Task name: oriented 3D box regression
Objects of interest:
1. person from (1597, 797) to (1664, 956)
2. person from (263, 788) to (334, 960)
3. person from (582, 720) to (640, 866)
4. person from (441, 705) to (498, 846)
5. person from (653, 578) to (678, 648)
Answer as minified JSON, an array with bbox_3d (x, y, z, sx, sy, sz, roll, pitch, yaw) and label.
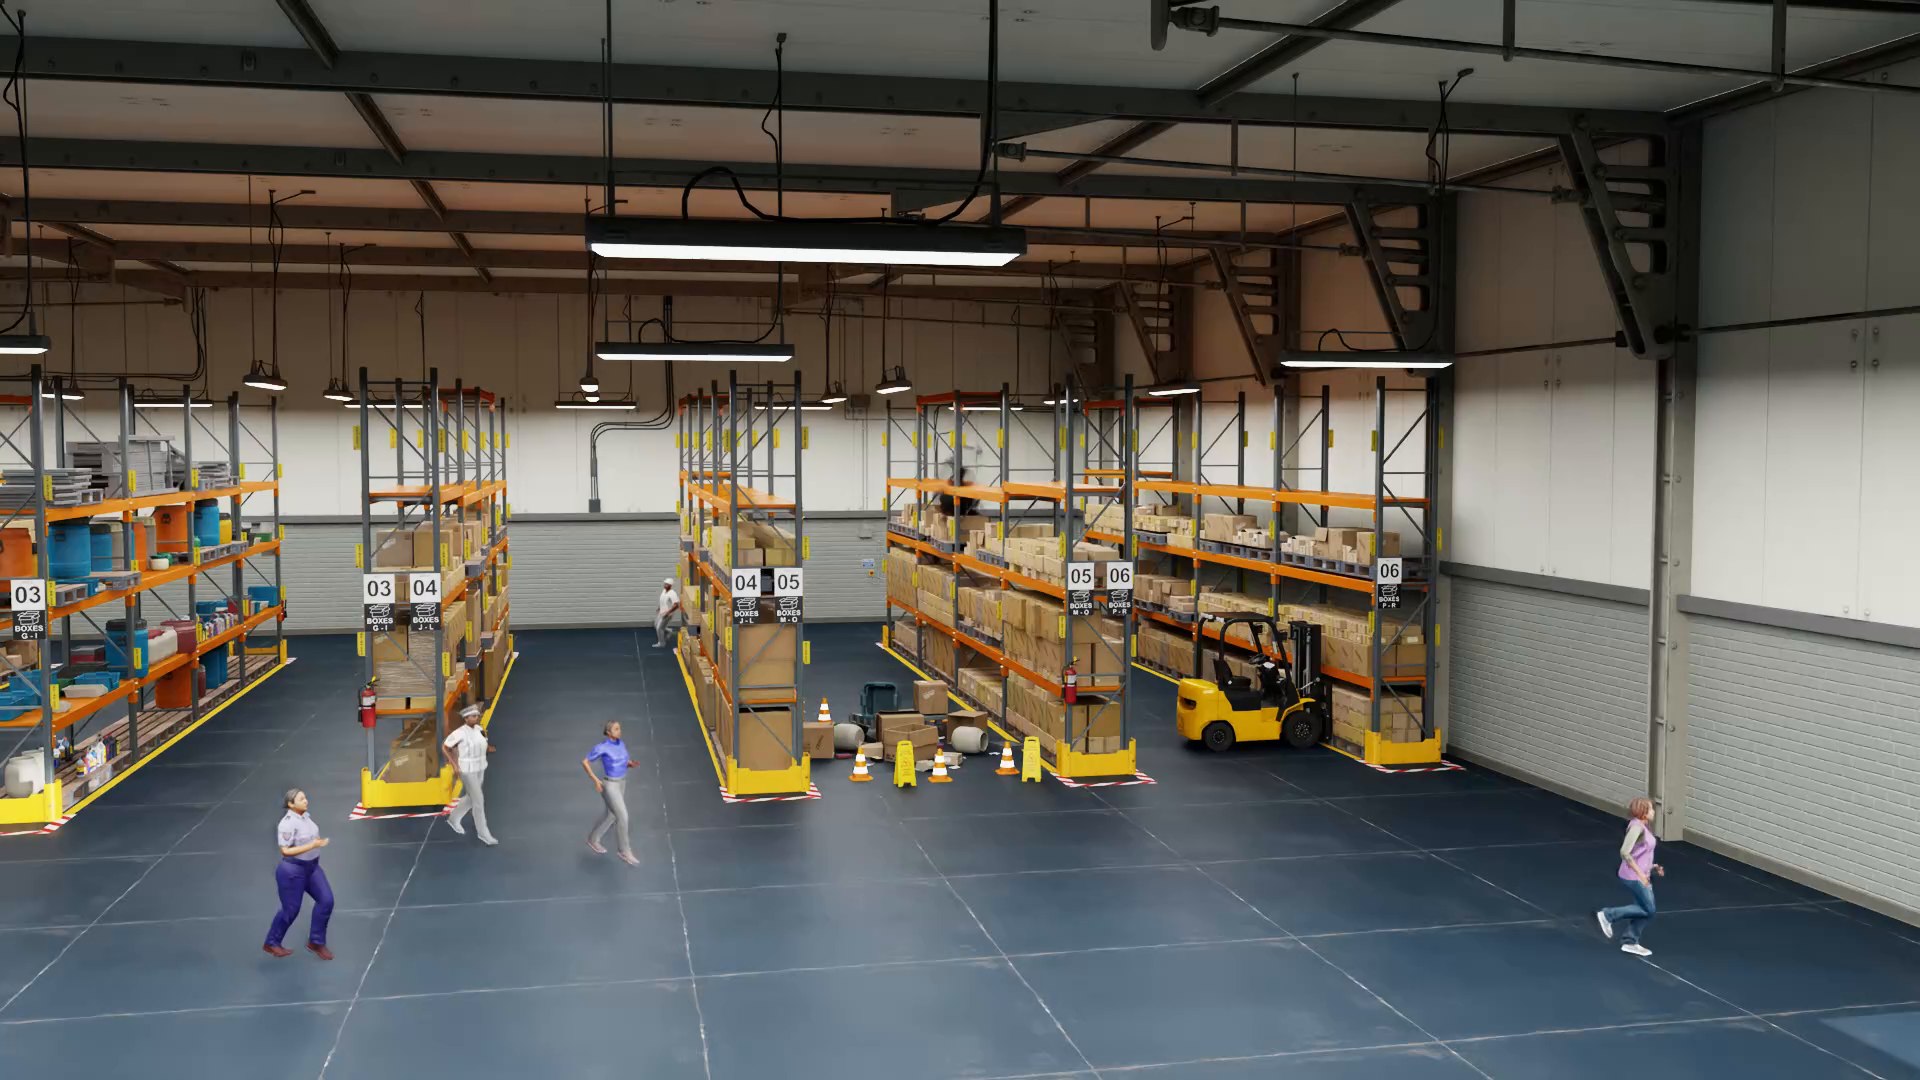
[{"bbox_3d":[6.552,3.270,16.234,0.577,1.550,0.521,2,4,30],"label":"person"},{"bbox_3d":[-6.358,3.230,15.995,0.708,1.700,0.585,1,3,11],"label":"person"},{"bbox_3d":[-4.140,2.987,19.798,0.807,1.703,0.554,1,4,20],"label":"person"},{"bbox_3d":[-6.104,2.905,20.755,0.887,1.714,0.564,1,4,23],"label":"person"},{"bbox_3d":[-7.078,1.765,40.204,0.561,1.693,0.736,-3,4,-39],"label":"person"}]
